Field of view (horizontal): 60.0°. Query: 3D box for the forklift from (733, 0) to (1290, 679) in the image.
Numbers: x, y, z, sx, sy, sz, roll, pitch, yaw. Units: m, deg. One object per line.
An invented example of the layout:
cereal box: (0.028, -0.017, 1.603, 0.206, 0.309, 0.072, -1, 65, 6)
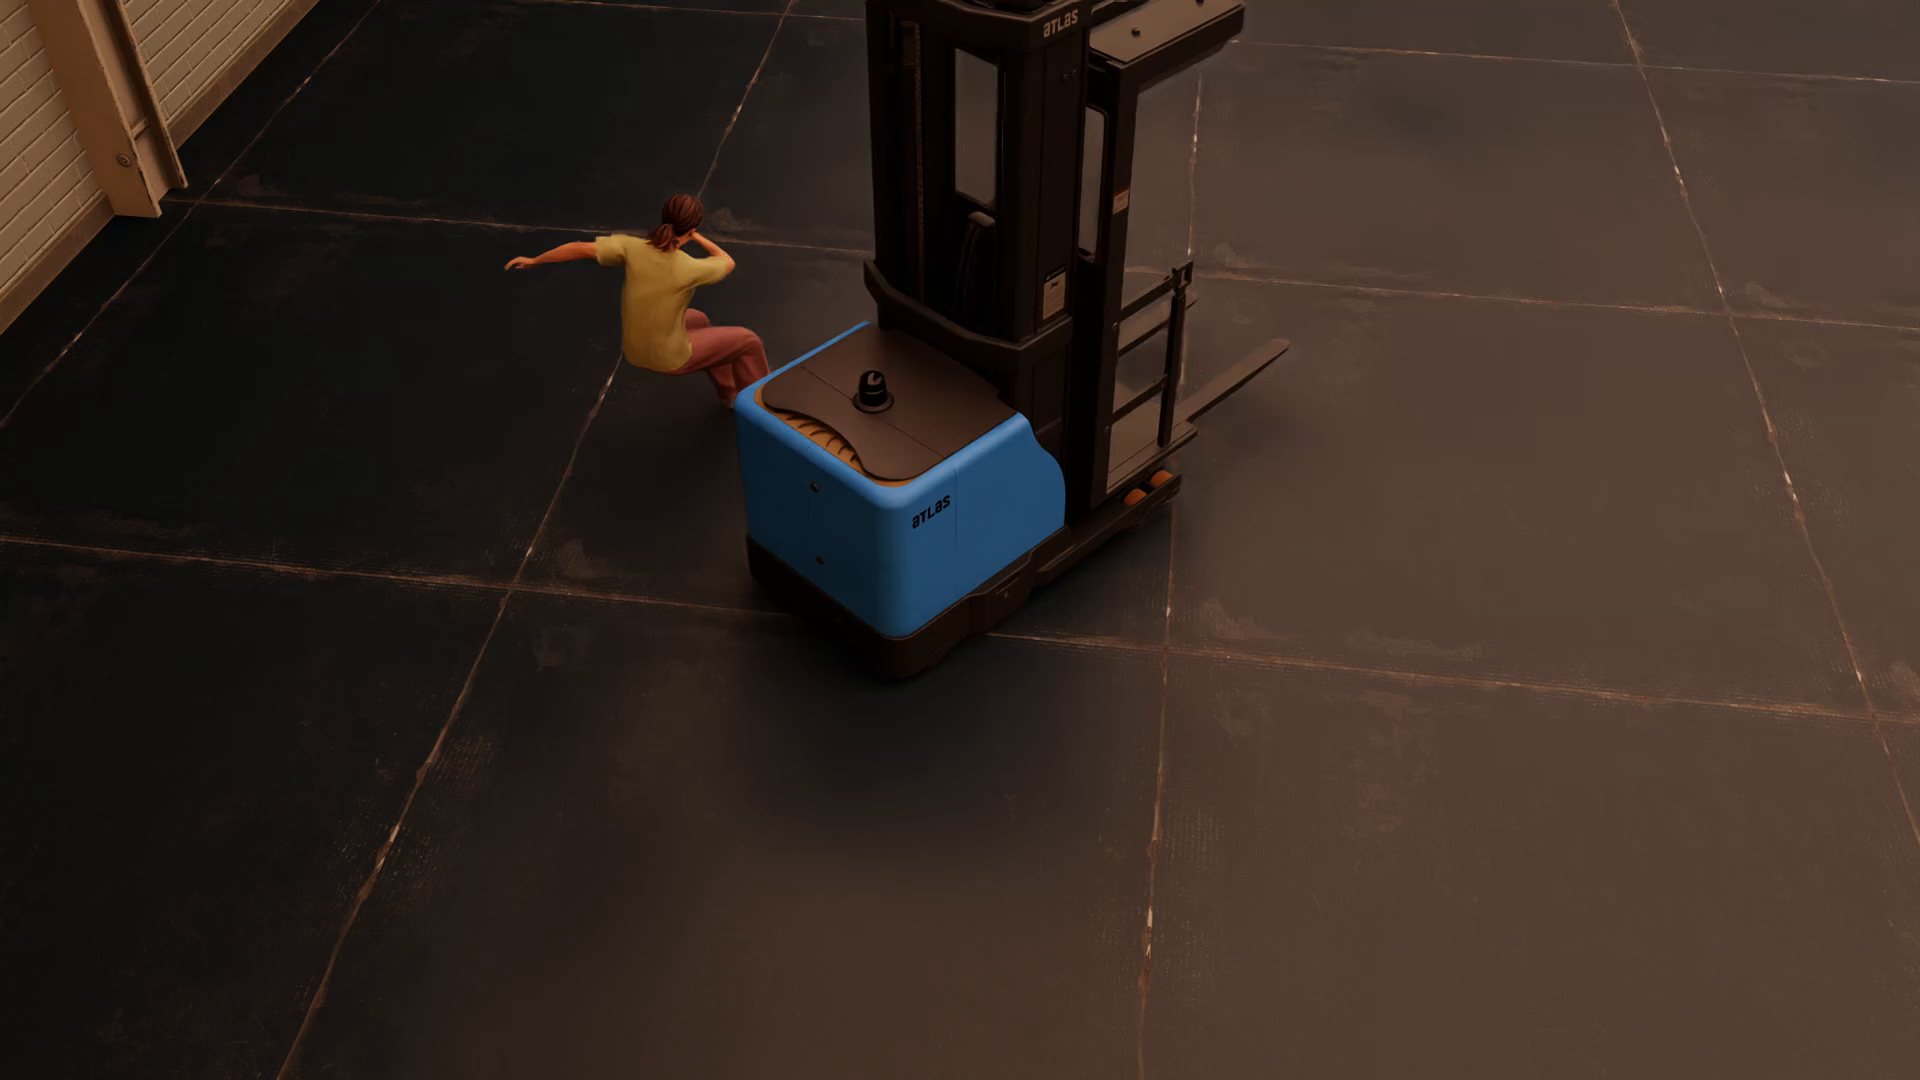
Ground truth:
forklift: (0.425, -1.378, 7.224, 1.130, 2.935, 3.031, 34, 52, 31)

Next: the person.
person: (-1.466, -1.127, 8.149, 1.112, 1.363, 0.877, 17, 45, 18)
